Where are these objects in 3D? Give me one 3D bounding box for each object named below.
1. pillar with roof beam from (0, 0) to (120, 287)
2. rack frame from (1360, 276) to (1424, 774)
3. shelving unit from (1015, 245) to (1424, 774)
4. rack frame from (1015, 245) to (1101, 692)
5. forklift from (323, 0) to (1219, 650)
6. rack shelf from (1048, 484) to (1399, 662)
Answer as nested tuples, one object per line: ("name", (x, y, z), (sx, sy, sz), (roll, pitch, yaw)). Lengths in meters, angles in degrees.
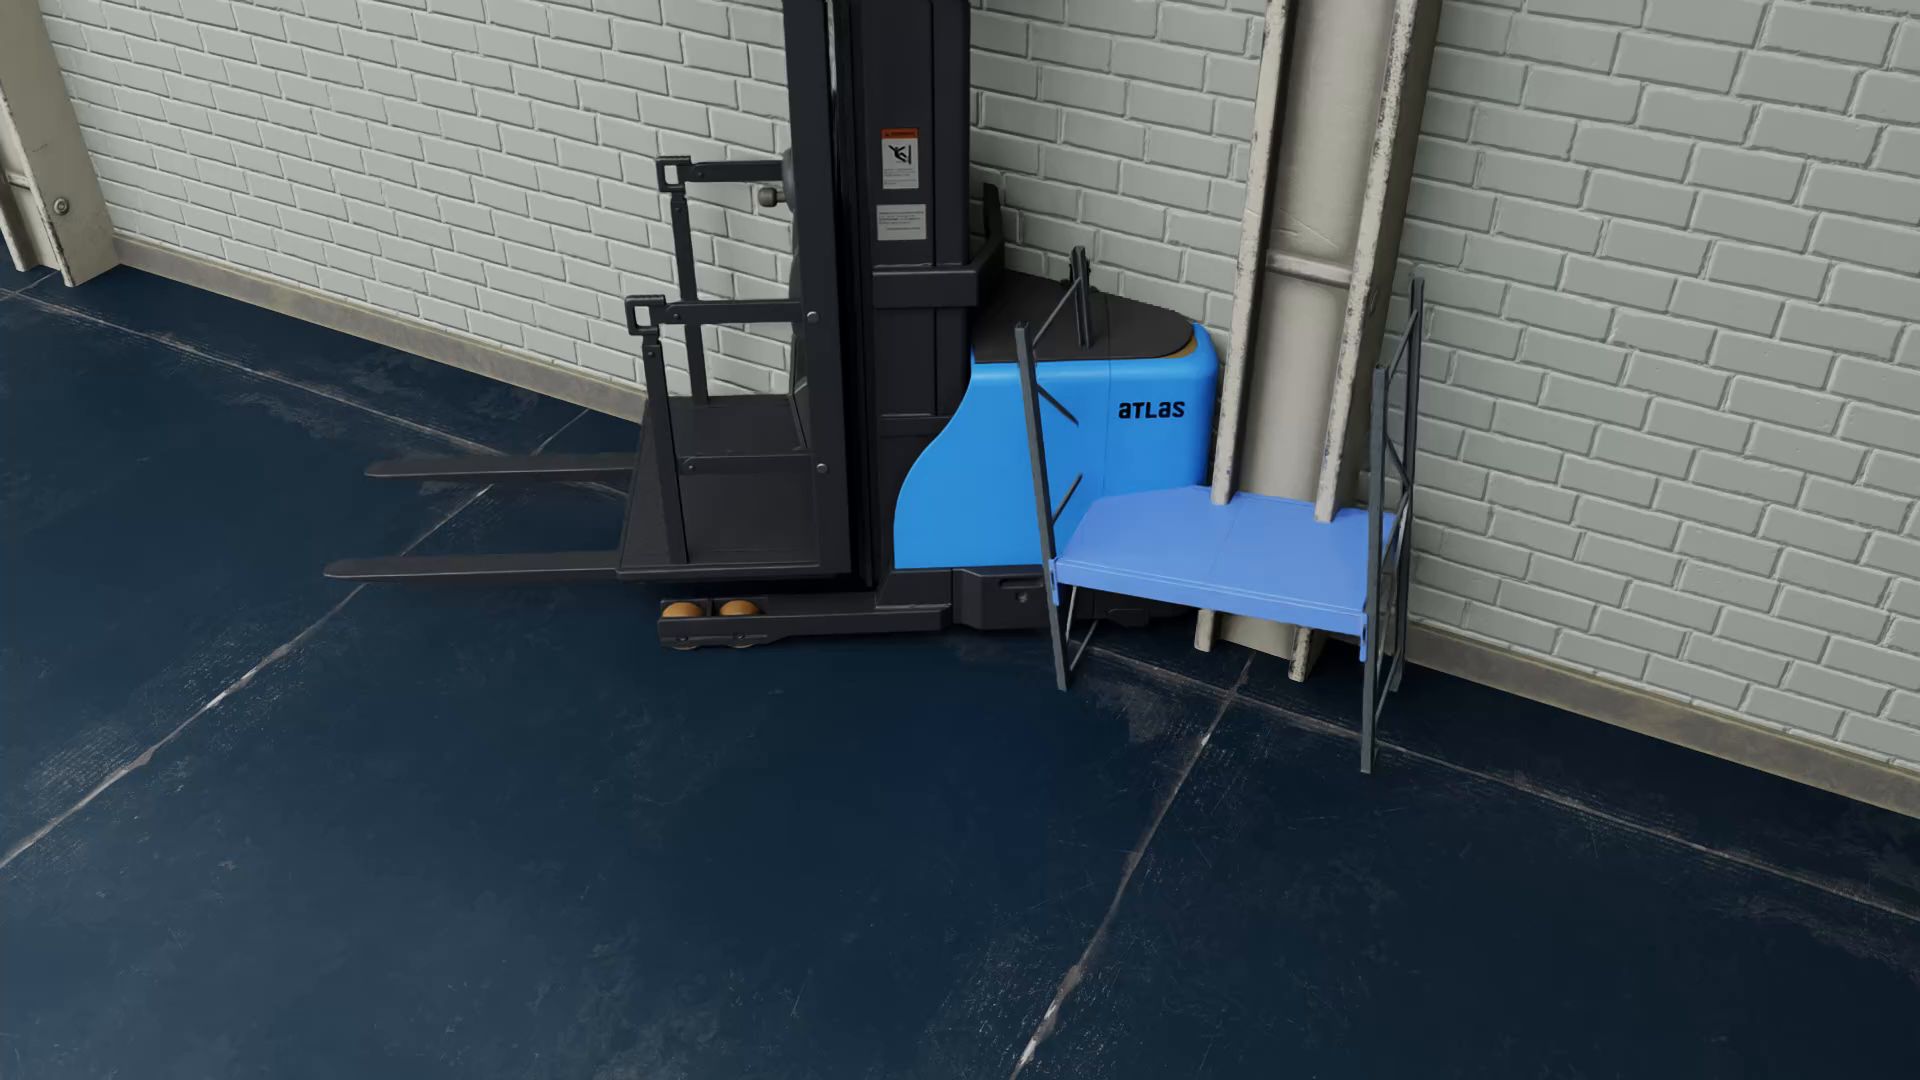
("pillar with roof beam", (-6.252, -2.596, 2.228), (0.400, 9.000, 9.100), (17, 41, 21))
("rack frame", (1.285, -0.002, 4.961), (0.032, 1.500, 0.500), (10, 41, 23))
("shelving unit", (0.823, -0.082, 5.157), (1.048, 1.500, 0.538), (10, 41, 23))
("rack frame", (0.361, -0.161, 5.354), (0.032, 1.500, 0.500), (10, 41, 23))
("forklift", (-0.699, -1.116, 5.297), (3.031, 2.935, 1.130), (-2, 37, -2))
("rack shelf", (0.845, 0.059, 5.267), (1.000, 0.185, 0.538), (10, 41, 23))
